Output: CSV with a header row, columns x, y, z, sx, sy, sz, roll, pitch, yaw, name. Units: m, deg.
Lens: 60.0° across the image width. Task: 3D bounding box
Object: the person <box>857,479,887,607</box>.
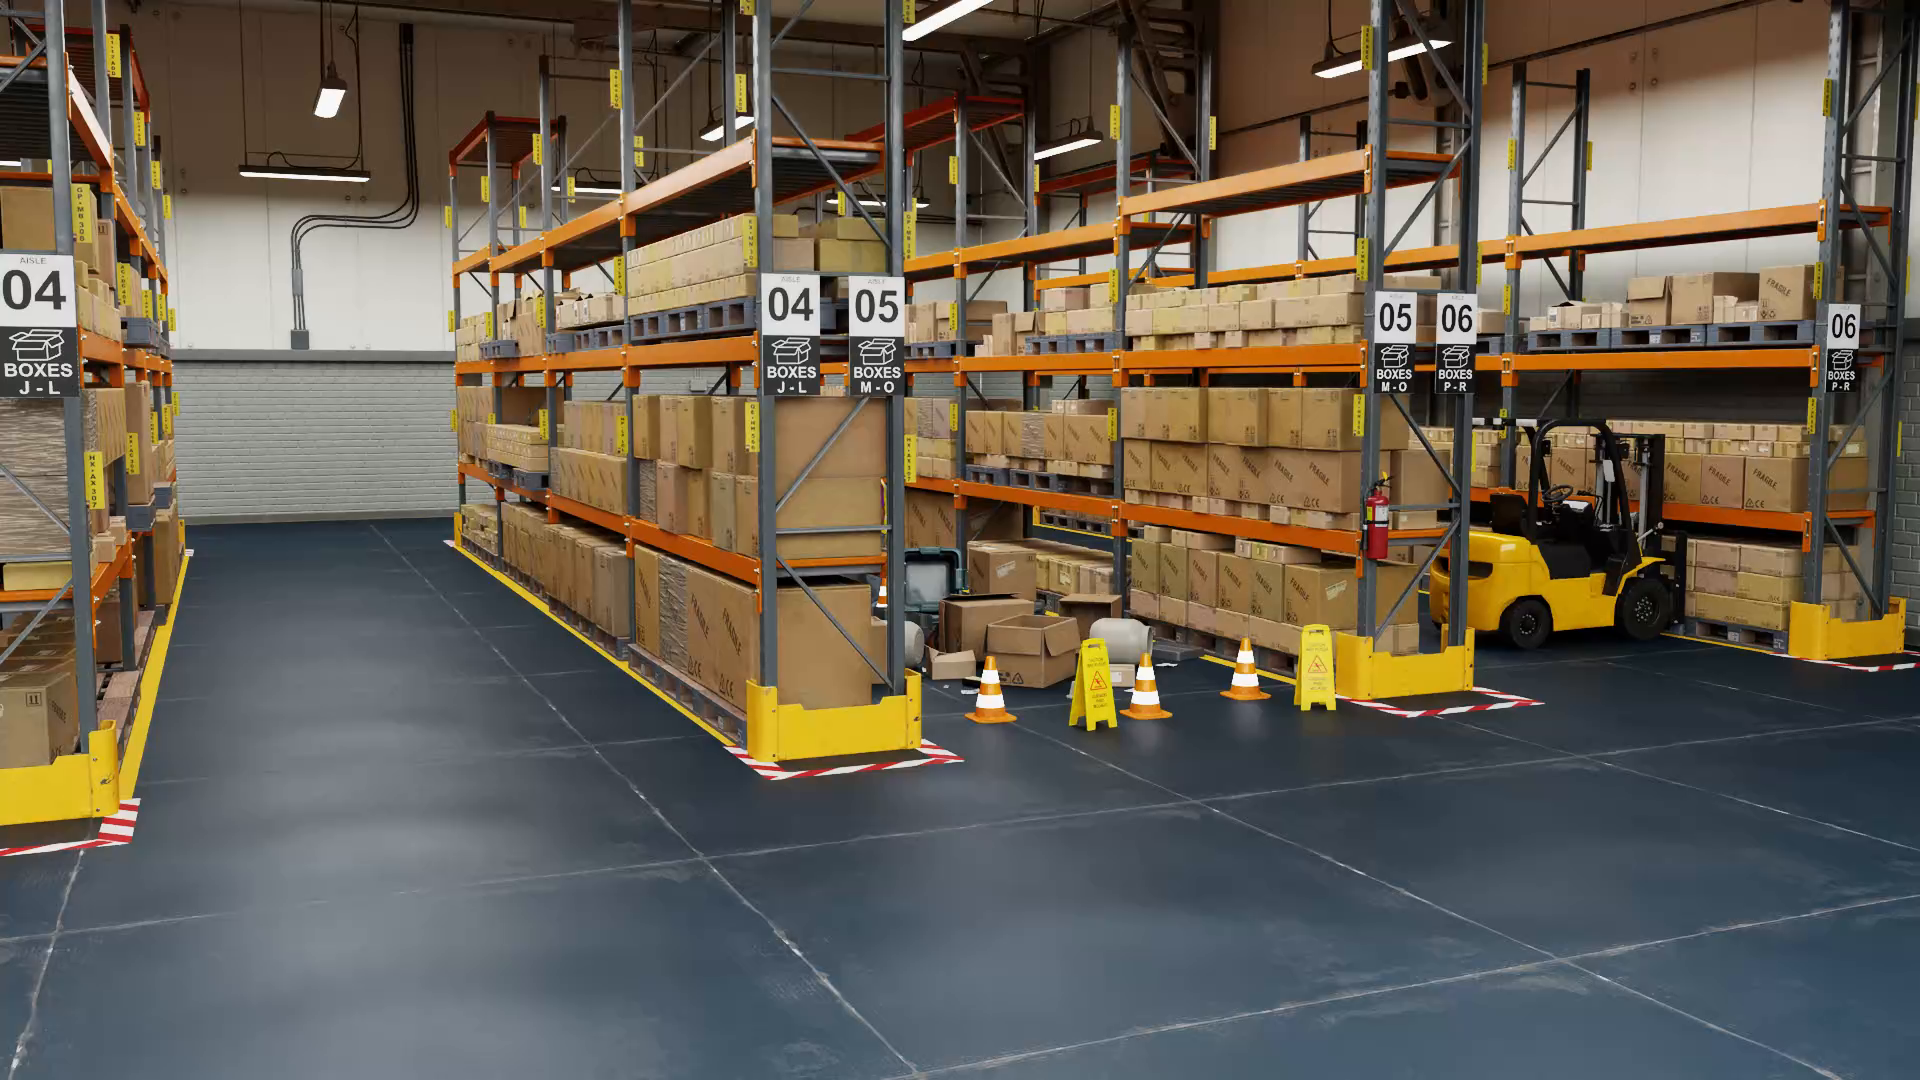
x,y,z,sx,sy,sz,roll,pitch,yaw,name
-1.015,-0.081,18.049,0.463,1.757,0.632,-2,6,-24,person
